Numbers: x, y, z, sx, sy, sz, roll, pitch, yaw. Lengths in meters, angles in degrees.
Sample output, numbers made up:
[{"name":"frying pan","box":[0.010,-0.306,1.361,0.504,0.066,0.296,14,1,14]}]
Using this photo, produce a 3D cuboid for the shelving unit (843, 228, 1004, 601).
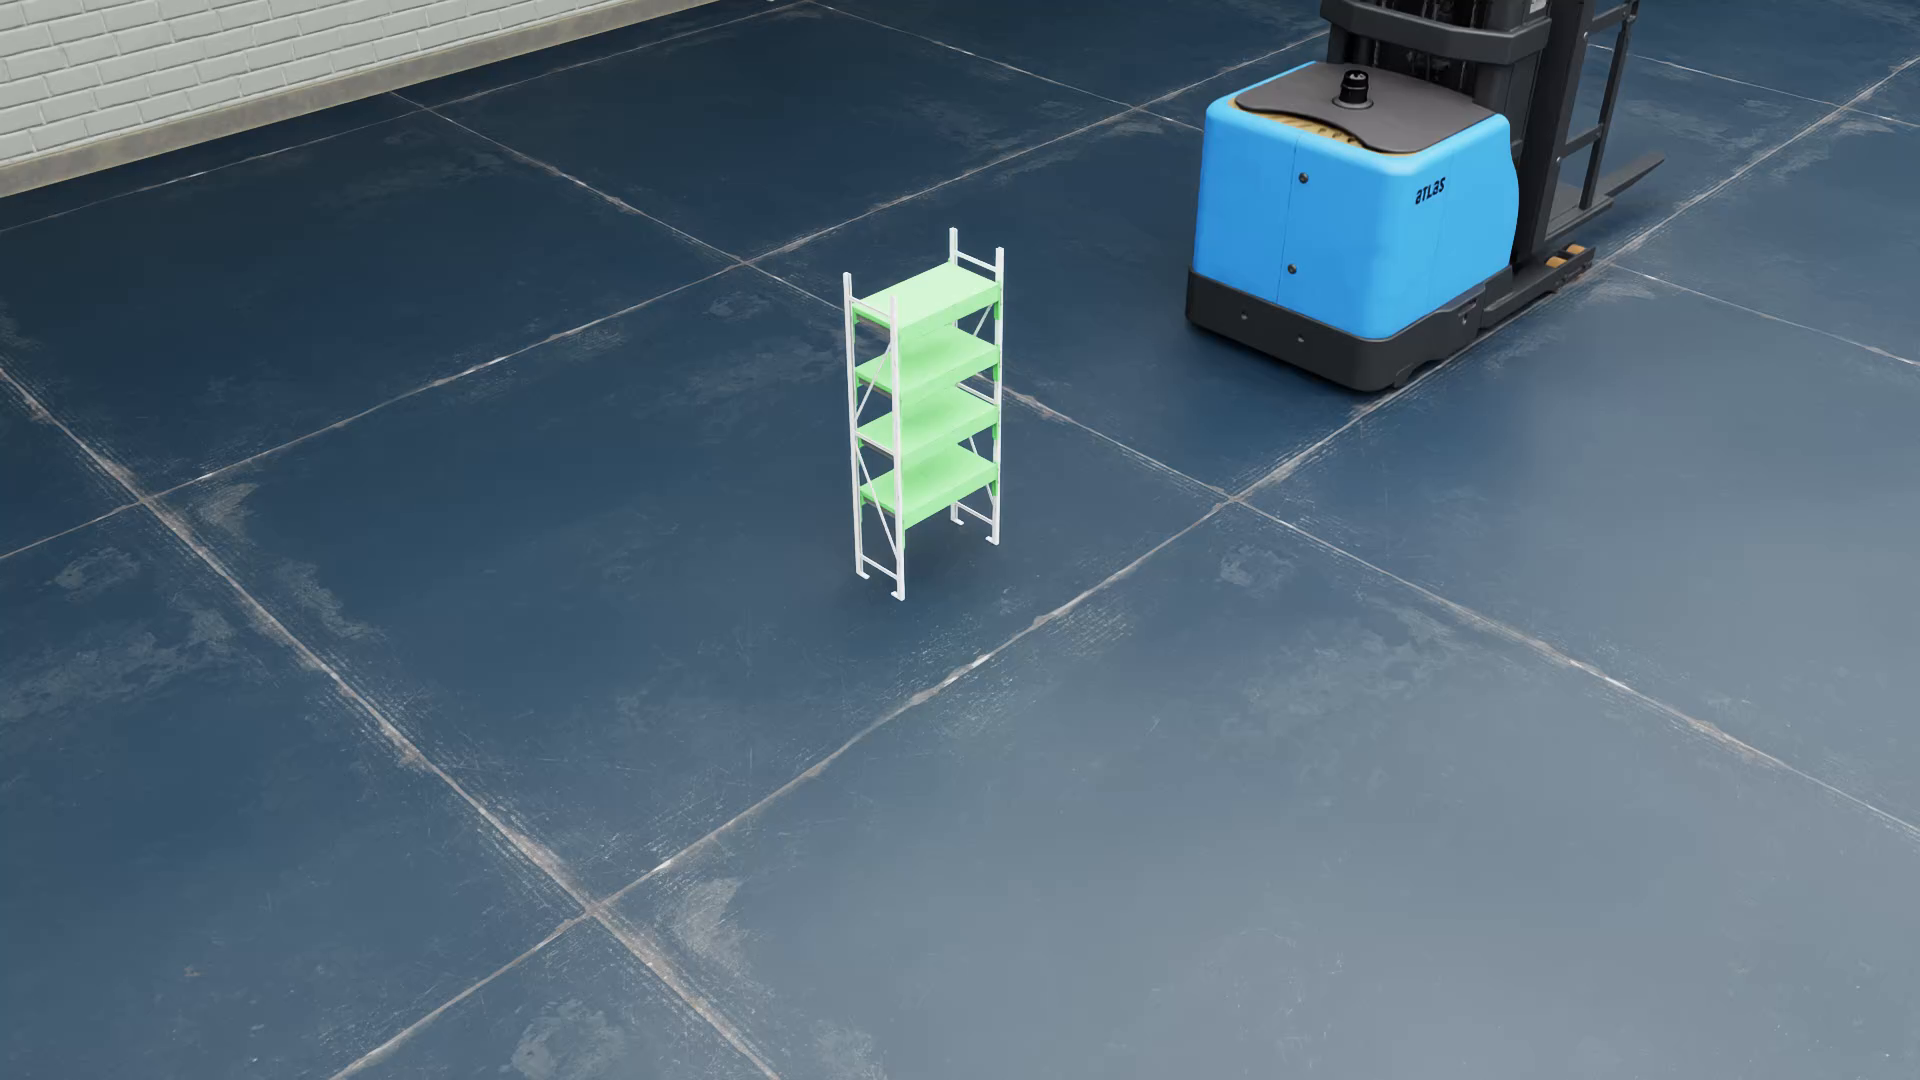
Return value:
[{"name":"shelving unit","box":[-0.117,-0.425,5.810,0.258,1.200,0.503,30,45,35]}]

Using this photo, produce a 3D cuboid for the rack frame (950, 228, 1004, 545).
[{"name":"rack frame","box":[0.055,-0.524,5.952,0.240,1.200,0.015,30,45,35]}]

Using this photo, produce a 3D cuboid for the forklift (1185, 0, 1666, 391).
[{"name":"forklift","box":[2.423,-2.571,7.374,1.130,2.935,3.031,30,45,35]}]

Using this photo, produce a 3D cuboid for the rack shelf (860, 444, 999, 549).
[{"name":"rack shelf","box":[-0.117,-0.176,5.984,0.258,0.148,0.480,30,45,35]}]

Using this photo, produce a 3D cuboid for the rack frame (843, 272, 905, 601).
[{"name":"rack frame","box":[-0.289,-0.326,5.668,0.240,1.200,0.015,30,45,35]}]

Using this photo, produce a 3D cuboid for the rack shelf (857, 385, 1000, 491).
[{"name":"rack shelf","box":[-0.117,-0.373,5.847,0.258,0.148,0.480,30,45,35]}]

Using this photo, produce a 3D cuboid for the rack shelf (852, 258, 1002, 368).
[{"name":"rack shelf","box":[-0.117,-0.766,5.572,0.258,0.148,0.480,30,45,35]}]

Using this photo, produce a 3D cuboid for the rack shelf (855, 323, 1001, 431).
[{"name":"rack shelf","box":[-0.117,-0.569,5.710,0.258,0.148,0.480,30,45,35]}]
